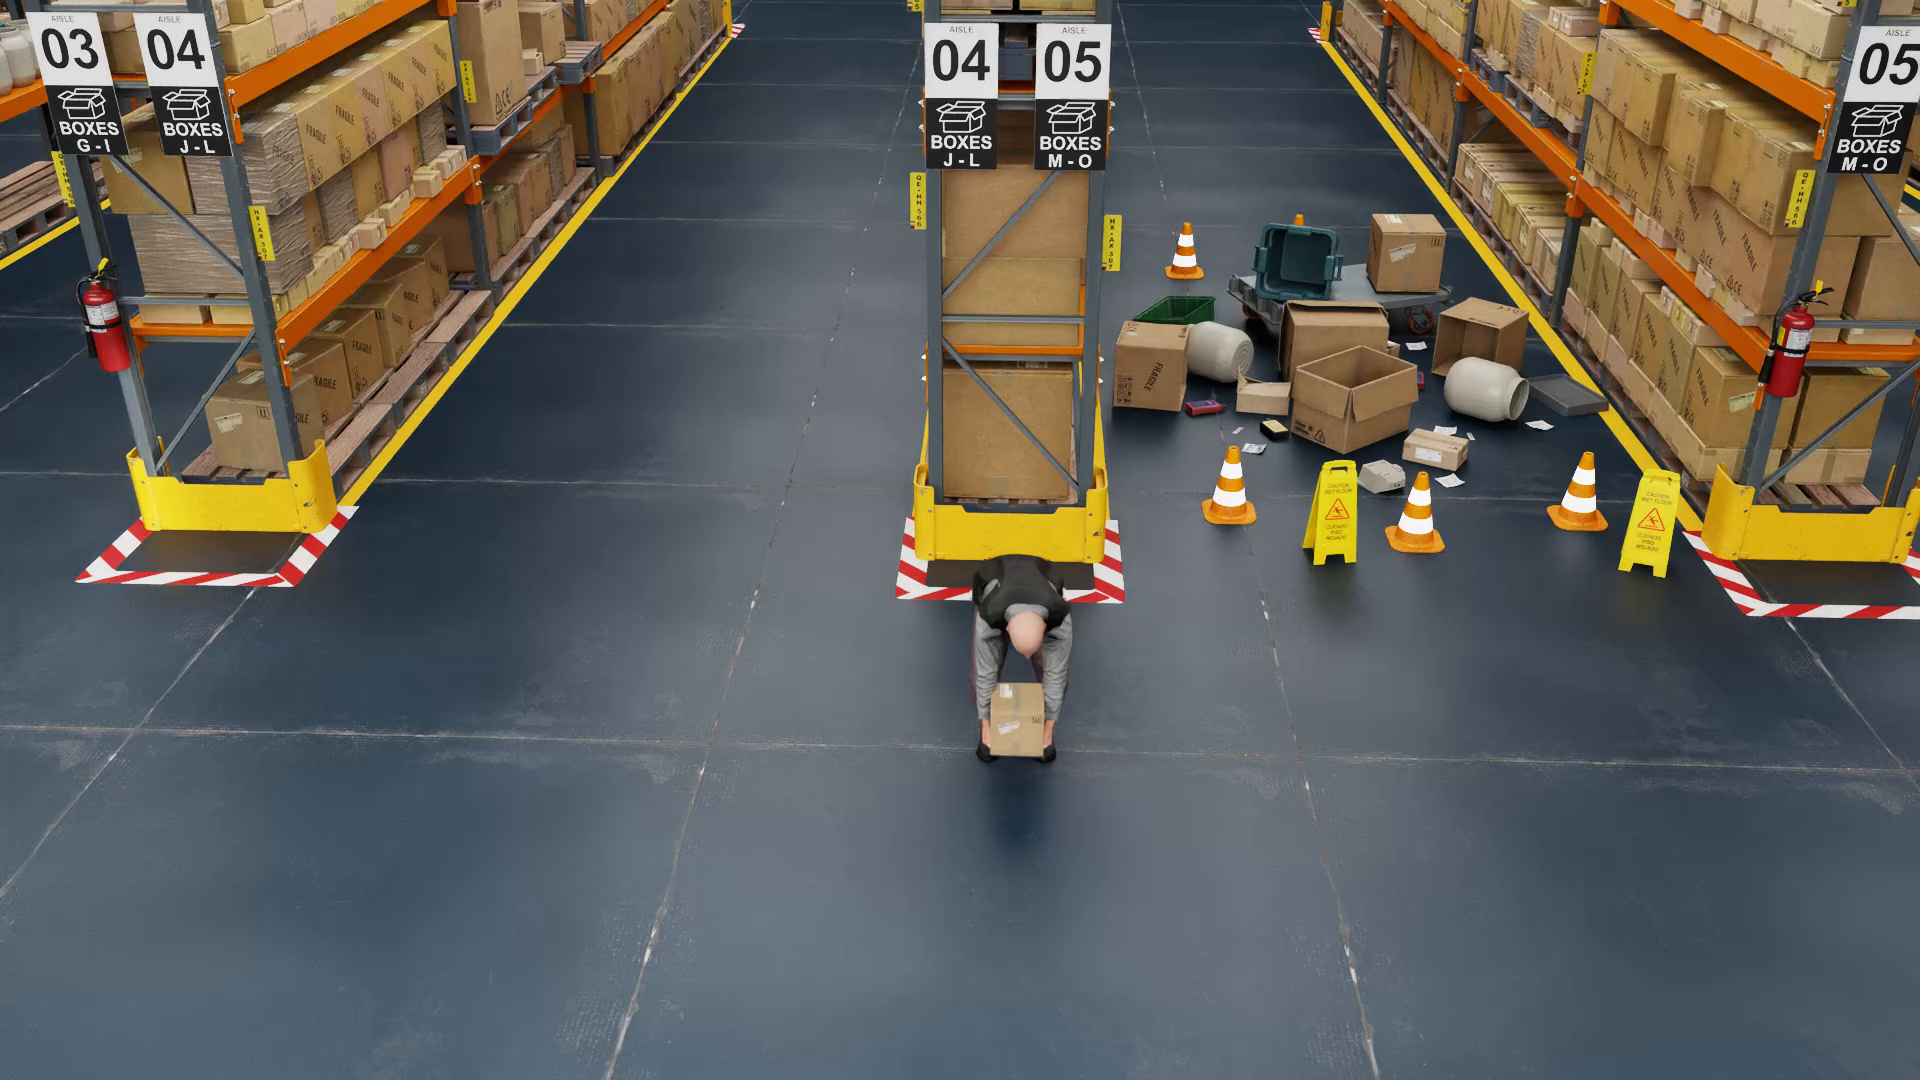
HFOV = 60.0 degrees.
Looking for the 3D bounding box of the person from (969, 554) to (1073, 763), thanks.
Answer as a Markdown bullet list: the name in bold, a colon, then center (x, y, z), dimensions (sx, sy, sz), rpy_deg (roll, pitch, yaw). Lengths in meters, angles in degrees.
- **person**: center (0.285, 0.648, 8.060), dimensions (0.482, 1.123, 0.943), rpy_deg (0, 28, 0)
